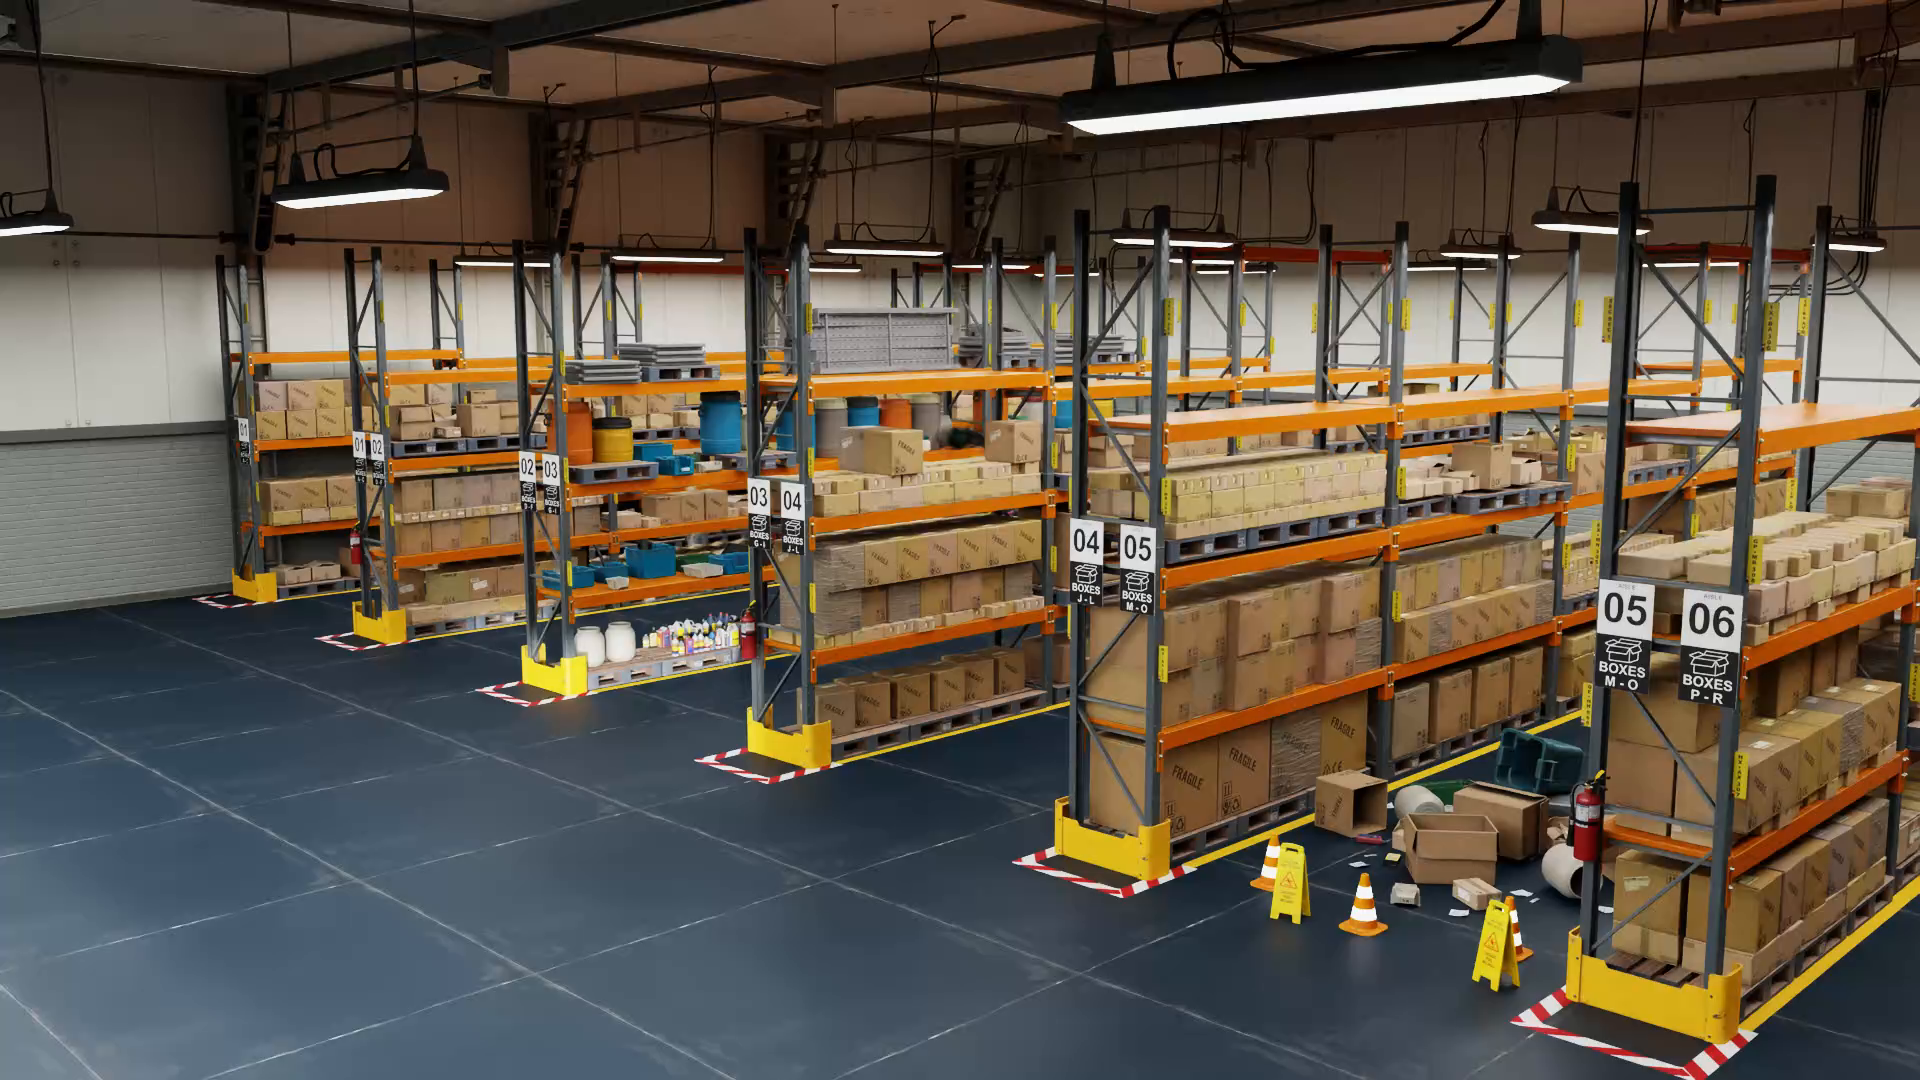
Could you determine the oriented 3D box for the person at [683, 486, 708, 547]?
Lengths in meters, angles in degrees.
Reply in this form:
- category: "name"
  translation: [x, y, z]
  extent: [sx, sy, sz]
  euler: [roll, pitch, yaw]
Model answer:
- category: "person"
  translation: [-5.076, -0.195, 31.793]
  extent: [0.684, 1.736, 0.576]
  euler: [8, 11, 44]
